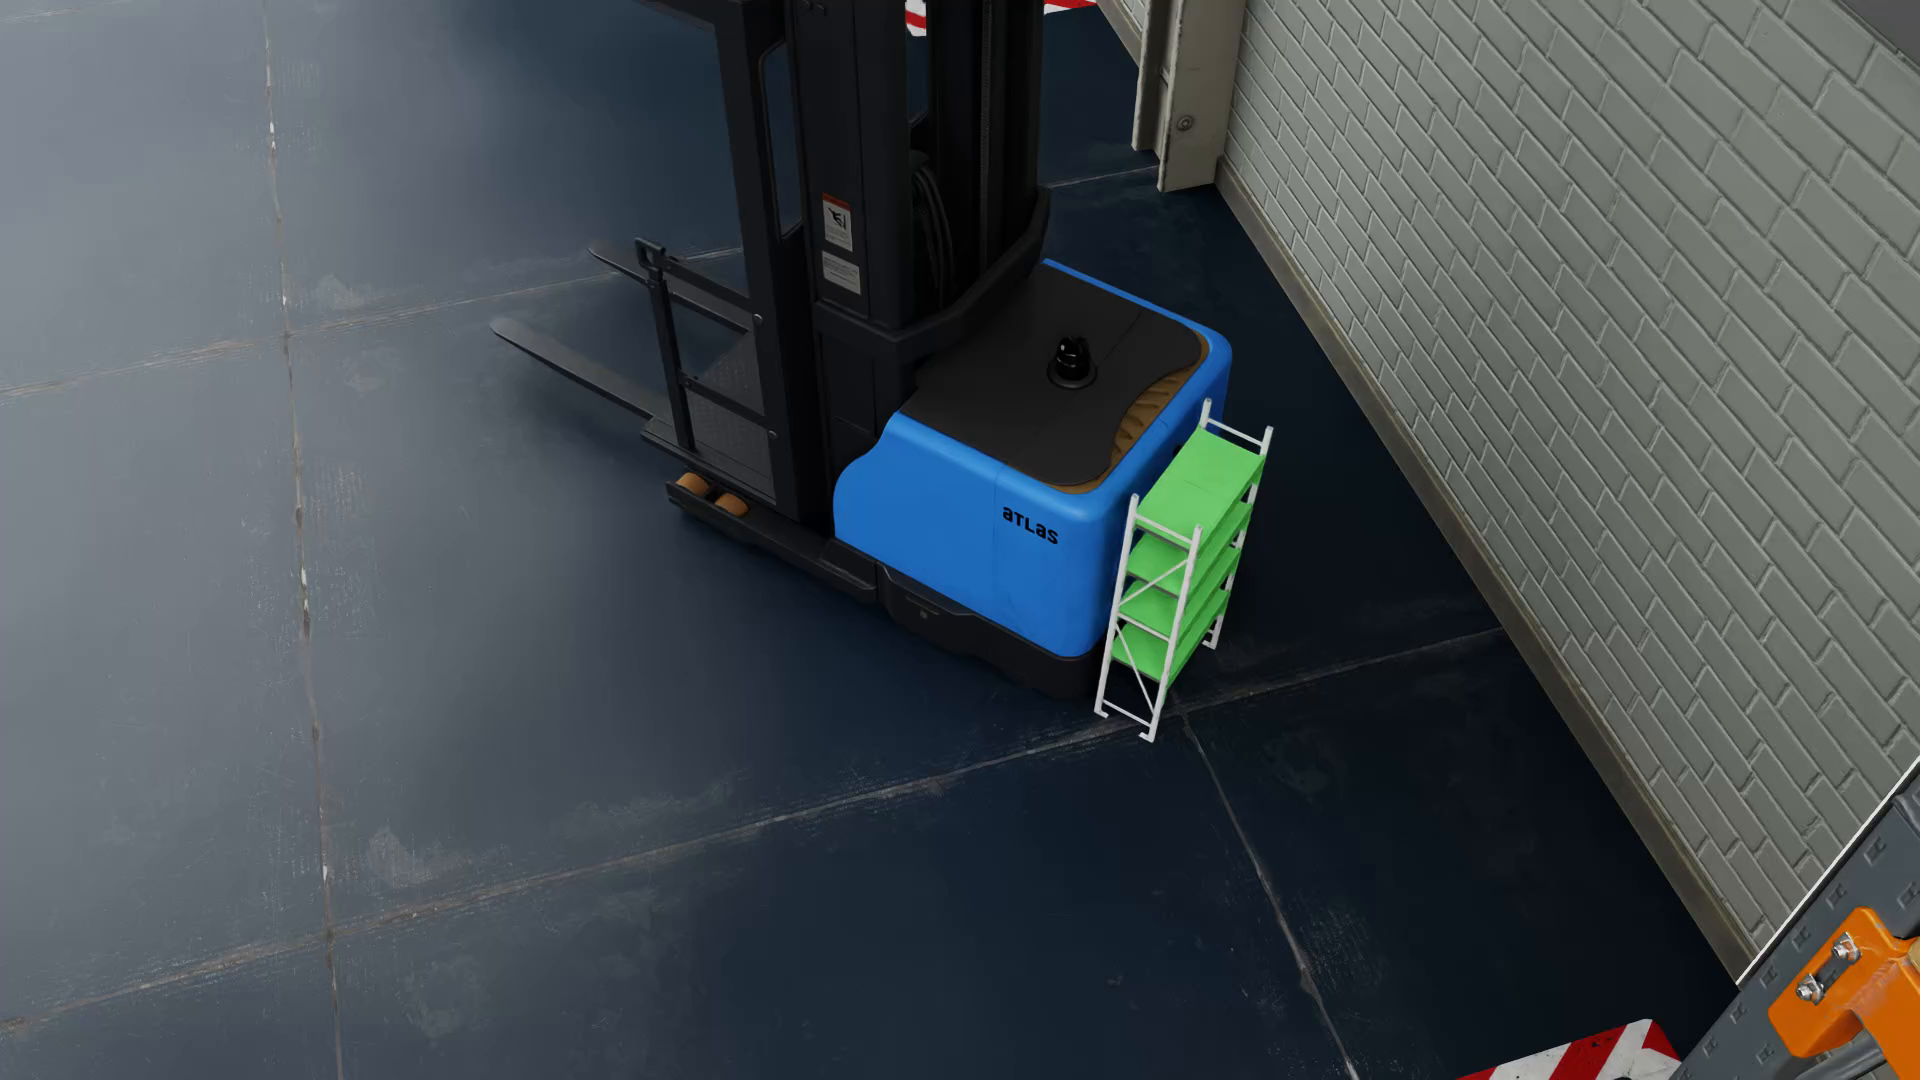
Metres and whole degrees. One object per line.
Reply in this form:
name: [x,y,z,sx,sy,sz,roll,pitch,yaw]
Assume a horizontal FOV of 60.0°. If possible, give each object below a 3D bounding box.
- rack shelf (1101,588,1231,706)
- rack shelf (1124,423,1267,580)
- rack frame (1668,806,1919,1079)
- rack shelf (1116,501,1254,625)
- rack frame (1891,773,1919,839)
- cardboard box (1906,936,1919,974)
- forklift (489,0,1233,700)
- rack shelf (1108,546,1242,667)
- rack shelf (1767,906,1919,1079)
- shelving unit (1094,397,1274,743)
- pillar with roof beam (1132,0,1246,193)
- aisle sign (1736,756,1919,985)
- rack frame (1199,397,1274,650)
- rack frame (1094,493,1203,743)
rack shelf: [0.729,0.323,5.873,0.258,0.148,0.480,27,55,18]
rack shelf: [0.753,-0.129,5.313,0.258,0.148,0.480,27,55,18]
rack frame: [1.789,1.264,3.512,1.000,3.000,0.127,-13,51,-11]
rack shelf: [0.745,0.022,5.500,0.258,0.148,0.480,27,55,18]
rack frame: [1.789,-0.670,1.219,1.000,3.000,0.127,-13,51,-11]
cardboard box: [1.649,0.559,2.066,0.500,0.500,0.500,-12,51,-10]
forklift: [-0.550,-1.273,5.696,3.031,2.935,1.130,27,55,21]
rack shelf: [0.737,0.173,5.686,0.258,0.148,0.480,27,55,18]
rack shelf: [2.380,1.989,1.409,1.077,0.370,4.000,-13,51,-11]
shelving unit: [0.739,0.132,5.637,0.258,1.200,0.503,27,55,18]
pillar with roof beam: [-3.065,-3.763,3.826,9.100,9.000,0.400,-13,51,-11]
aisle sign: [1.481,0.441,2.506,0.394,0.787,0.004,-13,51,-11]
rack frame: [0.870,-0.025,5.769,0.240,1.200,0.015,27,55,18]
rack frame: [0.608,0.290,5.504,0.240,1.200,0.015,27,55,18]
